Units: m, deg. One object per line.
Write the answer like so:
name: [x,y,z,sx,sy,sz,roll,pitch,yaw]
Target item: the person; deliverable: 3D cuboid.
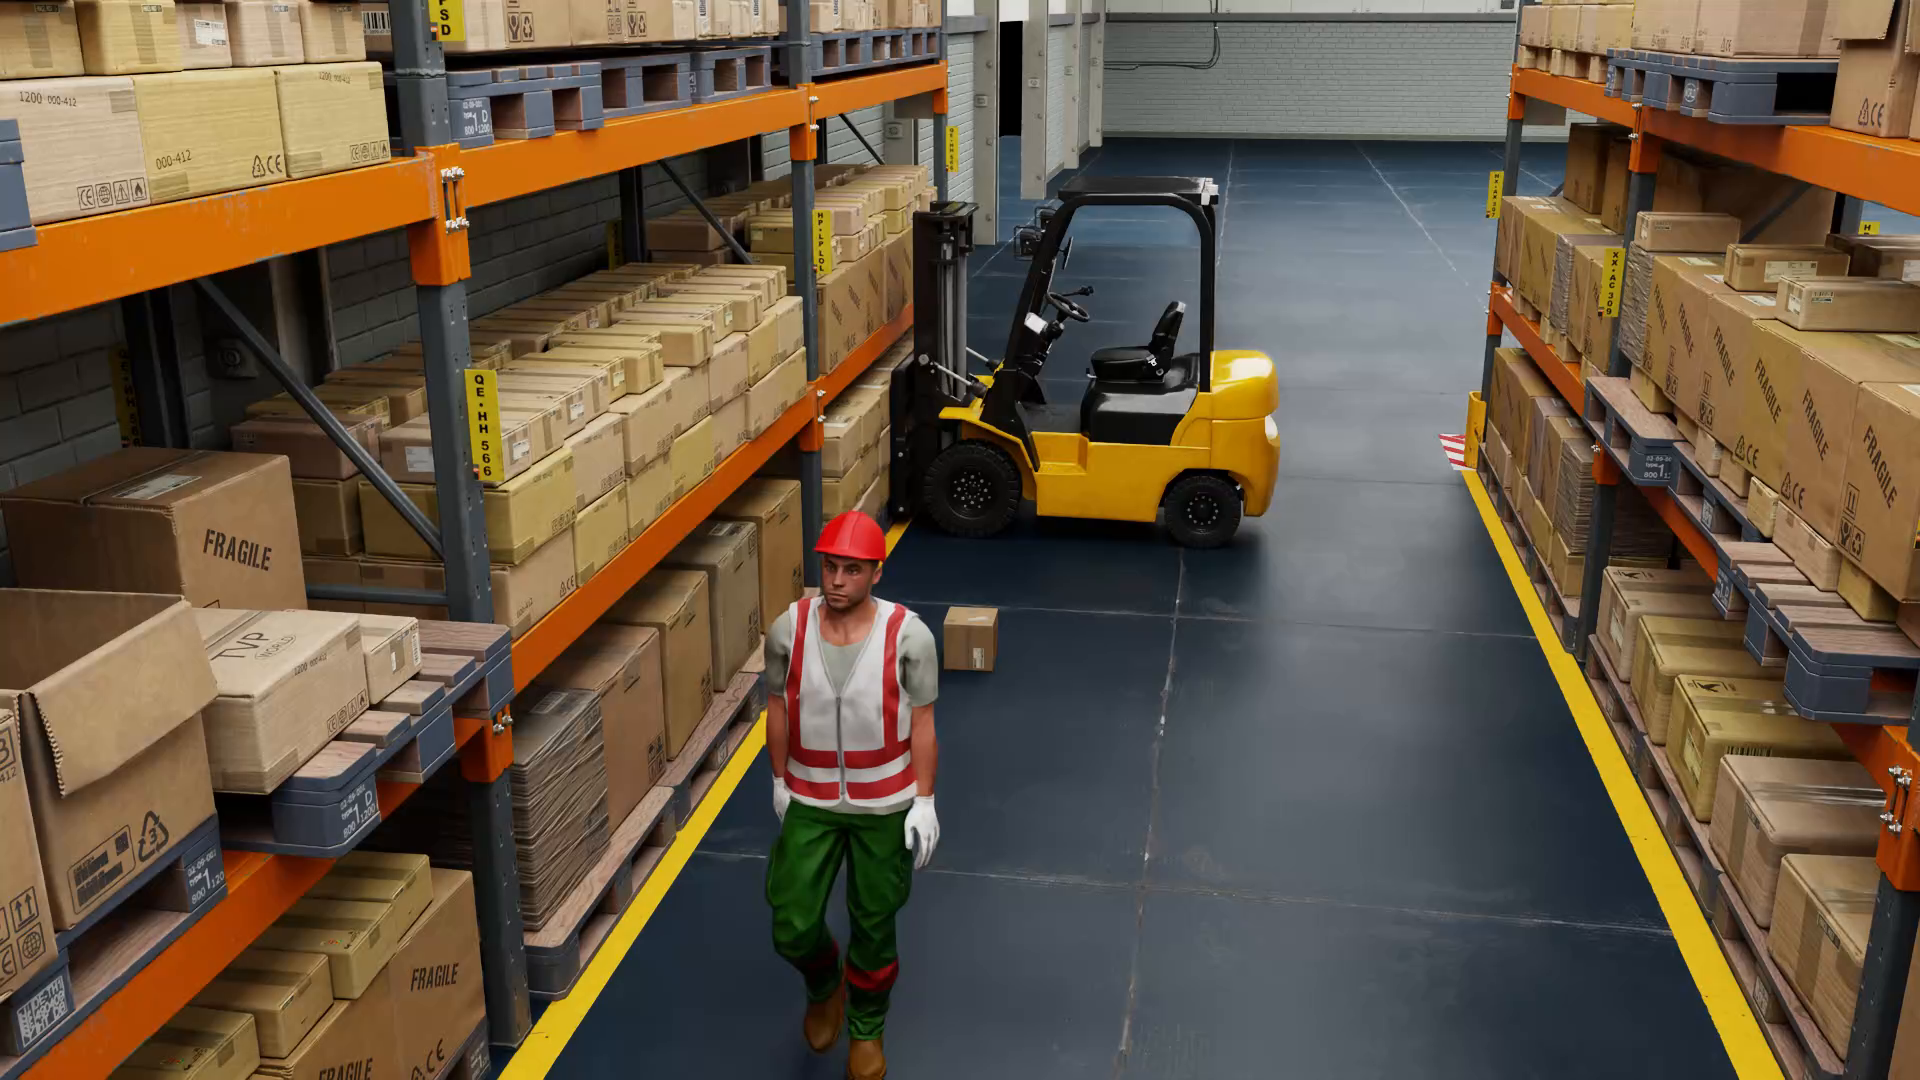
person: [-0.326,0.787,4.955,0.542,1.784,0.461,1,18,4]
